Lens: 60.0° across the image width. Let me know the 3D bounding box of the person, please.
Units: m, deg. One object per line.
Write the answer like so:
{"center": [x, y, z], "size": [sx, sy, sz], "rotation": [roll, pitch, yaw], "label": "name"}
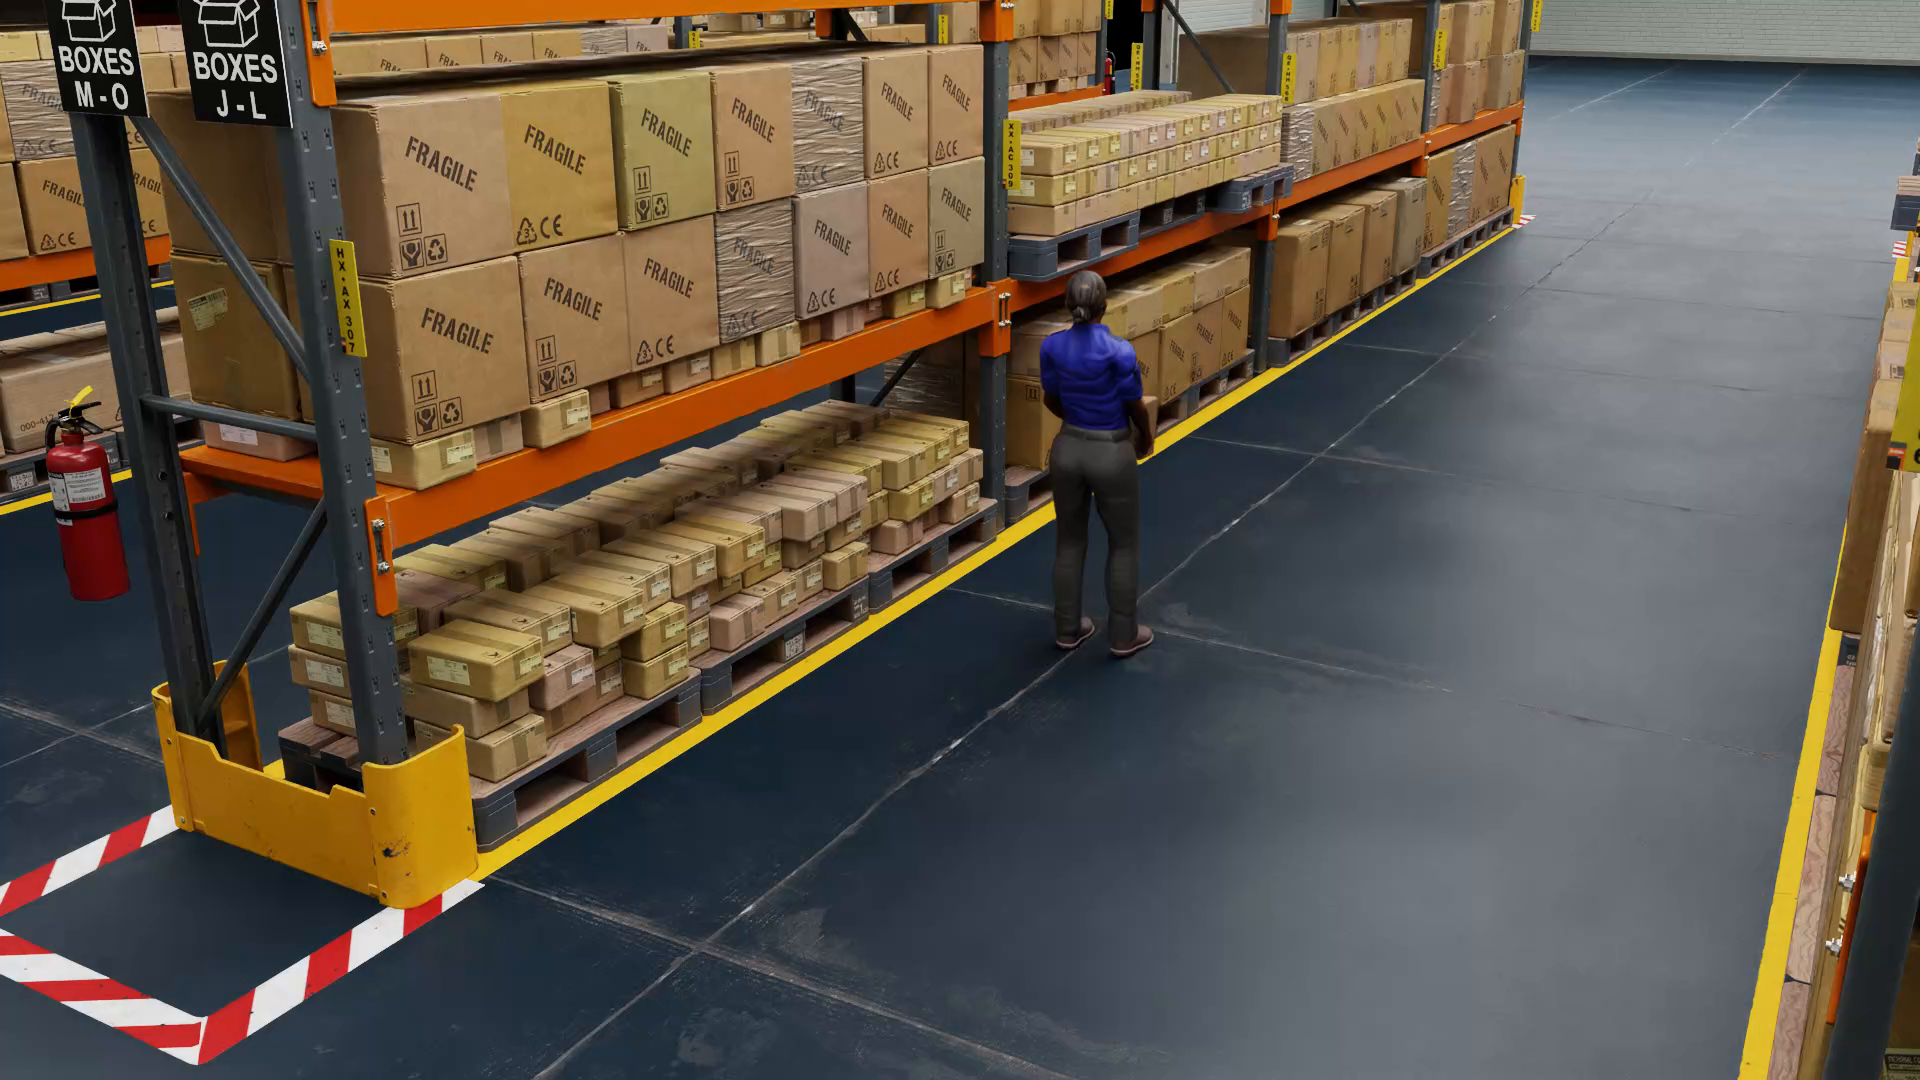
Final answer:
{"center": [0.587, -0.333, 7.015], "size": [0.474, 1.657, 0.497], "rotation": [10, 22, 27], "label": "person"}
